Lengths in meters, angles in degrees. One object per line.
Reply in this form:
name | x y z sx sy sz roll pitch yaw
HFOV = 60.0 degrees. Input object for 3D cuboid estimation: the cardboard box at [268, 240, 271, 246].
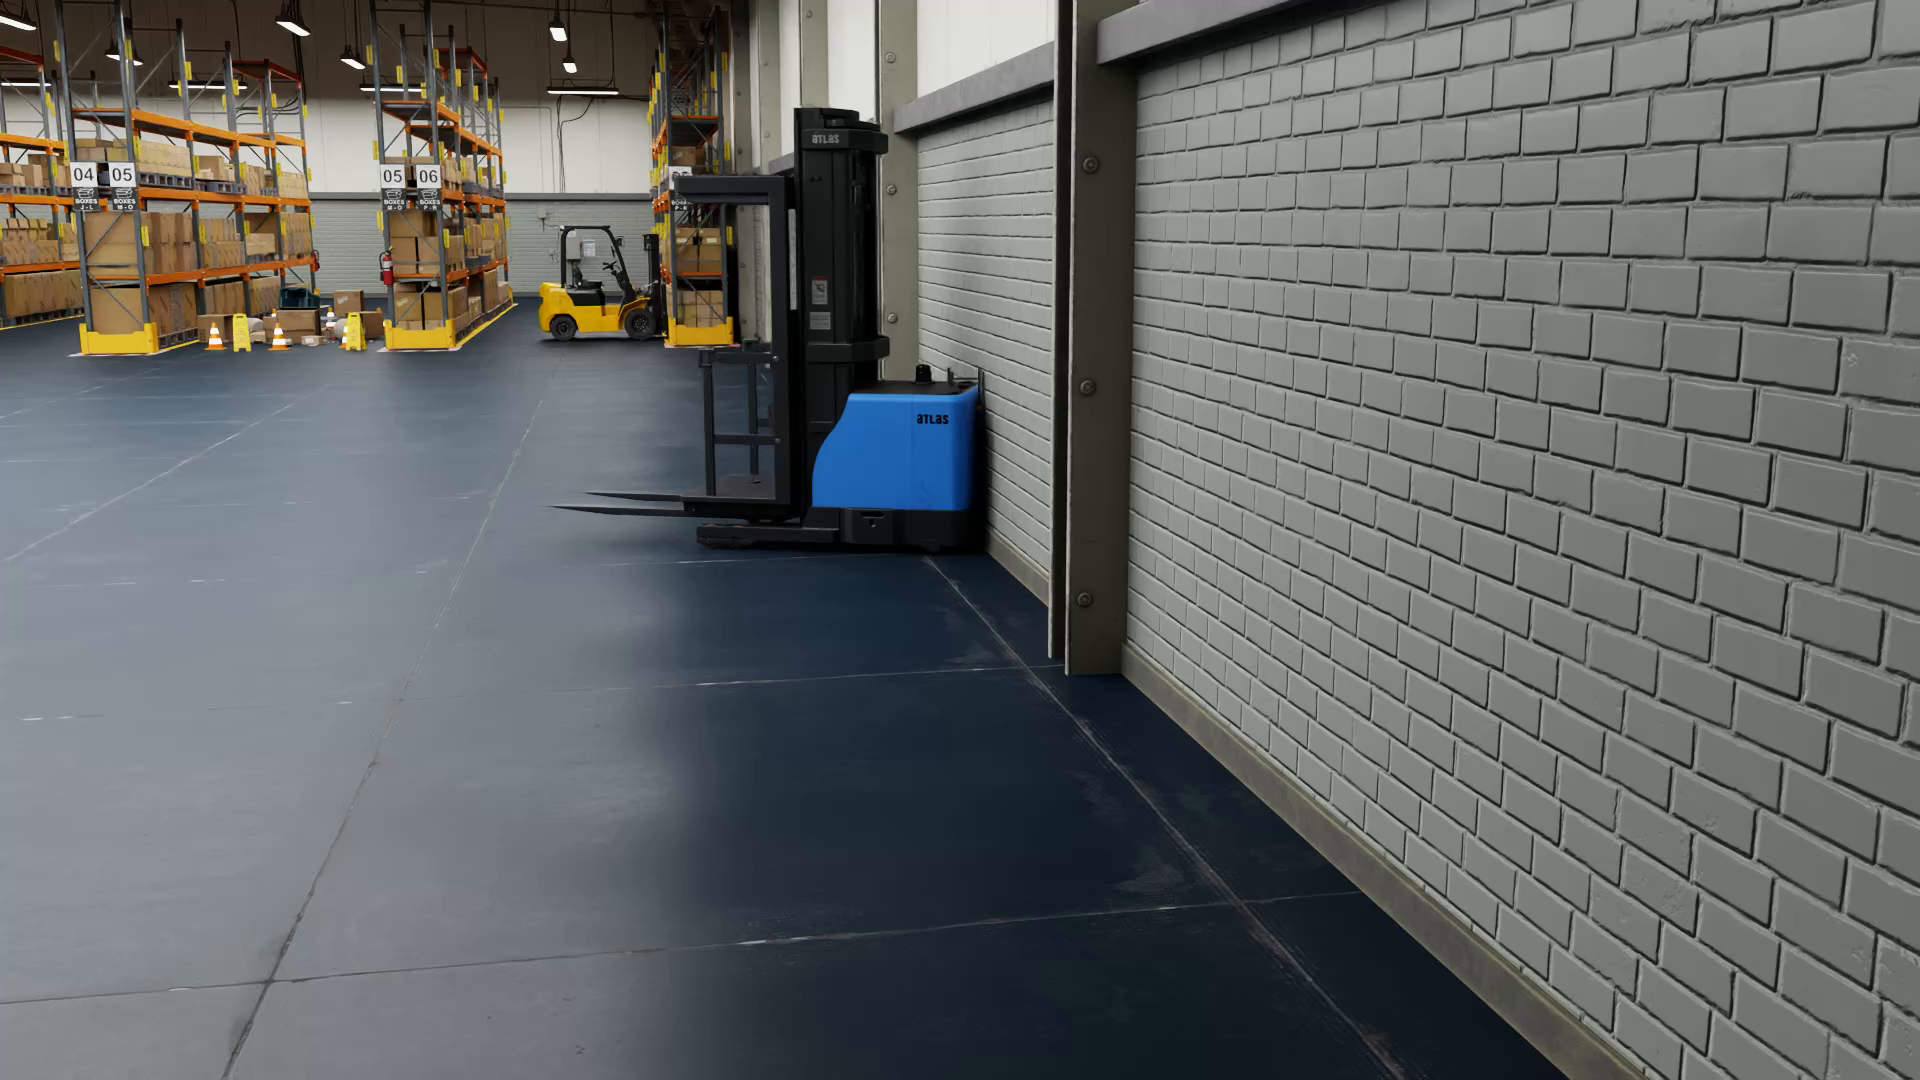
cardboard box | -16.443 -6.979 39.095 0.380 0.149 0.250 -2 11 -9

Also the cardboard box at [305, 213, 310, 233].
cardboard box | -17.257 -8.255 43.308 0.500 0.500 0.500 -2 11 -12

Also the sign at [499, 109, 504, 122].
sign | -12.219 -11.304 44.310 0.100 0.325 0.005 -2 11 -11

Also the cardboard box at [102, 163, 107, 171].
cardboard box | -14.923 -6.409 28.608 0.380 0.149 0.250 -2 11 -11

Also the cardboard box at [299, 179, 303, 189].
cardboard box | -17.150 -9.120 42.631 0.500 0.250 0.500 -2 11 -13

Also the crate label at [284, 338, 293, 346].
crate label | -12.228 -3.572 30.099 0.250 0.136 0.298 -9 14 -40

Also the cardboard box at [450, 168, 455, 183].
cardboard box | -9.772 -6.837 31.177 0.500 0.250 0.500 -2 11 -10

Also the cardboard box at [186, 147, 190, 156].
cardboard box | -14.872 -7.384 31.597 0.380 0.149 0.250 -2 11 -11

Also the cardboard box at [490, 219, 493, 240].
cardboard box | -11.535 -7.481 40.038 0.500 0.500 0.500 -2 11 -10

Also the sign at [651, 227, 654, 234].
sign | -8.418 -8.429 45.643 0.100 0.325 0.005 -2 11 -11

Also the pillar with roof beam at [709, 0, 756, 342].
pillar with roof beam | -8.248 -8.040 29.869 9.100 9.000 0.548 -2 11 -11

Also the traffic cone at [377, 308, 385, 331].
traffic cone | -12.035 -4.571 34.477 0.336 0.463 0.334 -2 11 -11

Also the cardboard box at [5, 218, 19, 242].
cardboard box | -21.169 -6.811 36.506 0.797 0.503 0.637 -2 11 -10

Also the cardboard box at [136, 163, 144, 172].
cardboard box | -14.230 -6.389 28.501 0.380 0.149 0.250 -2 11 -11

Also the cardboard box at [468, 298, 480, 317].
cardboard box | -10.947 -5.051 36.117 0.950 0.372 0.625 -2 11 -12

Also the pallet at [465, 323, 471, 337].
pallet | -10.255 -4.149 32.933 1.003 0.211 1.213 -2 11 -11

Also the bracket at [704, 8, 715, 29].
bracket | -4.955 -10.500 33.170 0.076 0.066 4.783 -2 11 -11

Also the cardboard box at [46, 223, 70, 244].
cardboard box | -21.539 -7.286 39.554 0.500 0.500 0.500 -2 11 -11

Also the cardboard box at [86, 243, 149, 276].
cardboard box | -14.595 -4.849 28.750 0.875 0.550 0.550 -2 11 -11

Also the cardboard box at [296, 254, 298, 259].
cardboard box | -17.085 -7.231 42.338 0.380 0.149 0.250 -3 11 -13

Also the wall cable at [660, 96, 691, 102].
wall cable | -7.728 -14.784 50.430 2.988 3.039 0.133 -2 11 -11

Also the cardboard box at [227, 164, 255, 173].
cardboard box | -16.640 -8.352 38.135 0.797 0.503 0.637 -2 11 -12

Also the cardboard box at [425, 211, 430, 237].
cardboard box | -10.047 -5.773 30.267 0.700 0.500 0.500 -2 11 -10

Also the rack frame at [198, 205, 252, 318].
rack frame | -16.034 -6.176 36.123 1.000 3.000 0.127 -2 11 -11

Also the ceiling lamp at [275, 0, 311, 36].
ceiling lamp | -12.536 -11.352 31.659 0.800 3.185 2.000 -2 11 -11

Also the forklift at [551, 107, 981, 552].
forklift | -1.350 -1.471 11.584 3.031 2.935 1.130 2 11 10

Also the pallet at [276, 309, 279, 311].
pallet | -16.659 -5.397 39.489 1.003 0.211 1.213 -2 11 -11

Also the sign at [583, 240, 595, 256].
sign | -11.340 -8.934 50.868 0.329 0.494 0.001 -2 11 -11

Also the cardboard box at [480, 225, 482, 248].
cardboard box | -10.837 -6.703 36.705 0.500 0.500 0.500 -2 11 -13

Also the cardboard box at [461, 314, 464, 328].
cardboard box | -9.834 -4.207 32.010 0.500 0.250 0.500 -2 11 -10

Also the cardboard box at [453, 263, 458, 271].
cardboard box | -9.752 -5.190 31.613 0.380 0.149 0.250 -2 11 -11

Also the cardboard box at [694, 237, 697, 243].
cardboard box | -5.066 -5.952 32.943 0.380 0.149 0.250 -2 11 -9

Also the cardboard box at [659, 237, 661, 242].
cardboard box | -6.829 -7.106 39.607 0.797 0.503 0.637 -2 11 -12

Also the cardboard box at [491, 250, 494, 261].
cardboard box | -11.544 -6.868 40.160 0.500 0.250 0.500 -2 11 -12

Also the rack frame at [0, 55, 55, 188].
rack frame | -21.697 -9.695 38.567 1.000 3.000 0.127 -2 11 -11

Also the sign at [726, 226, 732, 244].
sign | -4.228 -5.572 30.422 0.100 0.325 0.005 -2 11 -11

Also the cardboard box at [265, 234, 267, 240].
cardboard box | -16.390 -7.074 38.796 0.380 0.149 0.250 -2 11 -11

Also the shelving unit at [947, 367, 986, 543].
shelving unit | 0.038 -0.582 11.451 0.258 1.200 0.189 -1 16 -6

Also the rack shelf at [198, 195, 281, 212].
rack shelf | -16.423 -7.663 37.837 1.077 0.370 4.000 -2 11 -11

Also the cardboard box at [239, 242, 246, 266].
cardboard box | -15.683 -6.152 35.731 0.500 0.500 0.500 -2 11 -11

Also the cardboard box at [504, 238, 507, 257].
cardboard box | -12.401 -7.812 44.452 0.500 0.500 0.500 -2 11 -11

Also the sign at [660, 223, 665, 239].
sign | -6.082 -6.331 34.050 0.100 0.325 0.005 -2 11 -11

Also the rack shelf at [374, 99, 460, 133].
rack shelf | -10.031 -7.866 30.892 1.077 0.370 4.000 -2 11 -11

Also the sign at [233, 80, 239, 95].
sign | -15.490 -9.681 35.570 0.100 0.325 0.005 -2 11 -11

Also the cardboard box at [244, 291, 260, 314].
cardboard box | -15.921 -5.294 37.048 0.500 0.500 0.500 -3 11 -13

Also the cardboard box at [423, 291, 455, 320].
cardboard box | -9.533 -4.294 30.458 0.500 0.500 0.500 -3 11 -13

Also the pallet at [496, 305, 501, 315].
pallet | -11.752 -5.600 40.553 1.003 0.211 1.213 -2 11 -11

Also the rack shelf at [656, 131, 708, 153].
rack shelf | -5.941 -8.586 35.735 1.077 0.370 4.000 -2 11 -11

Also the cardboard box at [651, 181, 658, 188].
cardboard box | -7.424 -8.777 41.048 0.380 0.149 0.250 -2 11 -10

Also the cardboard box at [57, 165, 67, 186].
cardboard box | -22.008 -8.766 40.051 0.700 0.500 0.500 -2 11 -8

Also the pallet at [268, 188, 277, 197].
pallet | -16.796 -8.174 39.100 1.213 0.211 1.003 -2 11 -11
